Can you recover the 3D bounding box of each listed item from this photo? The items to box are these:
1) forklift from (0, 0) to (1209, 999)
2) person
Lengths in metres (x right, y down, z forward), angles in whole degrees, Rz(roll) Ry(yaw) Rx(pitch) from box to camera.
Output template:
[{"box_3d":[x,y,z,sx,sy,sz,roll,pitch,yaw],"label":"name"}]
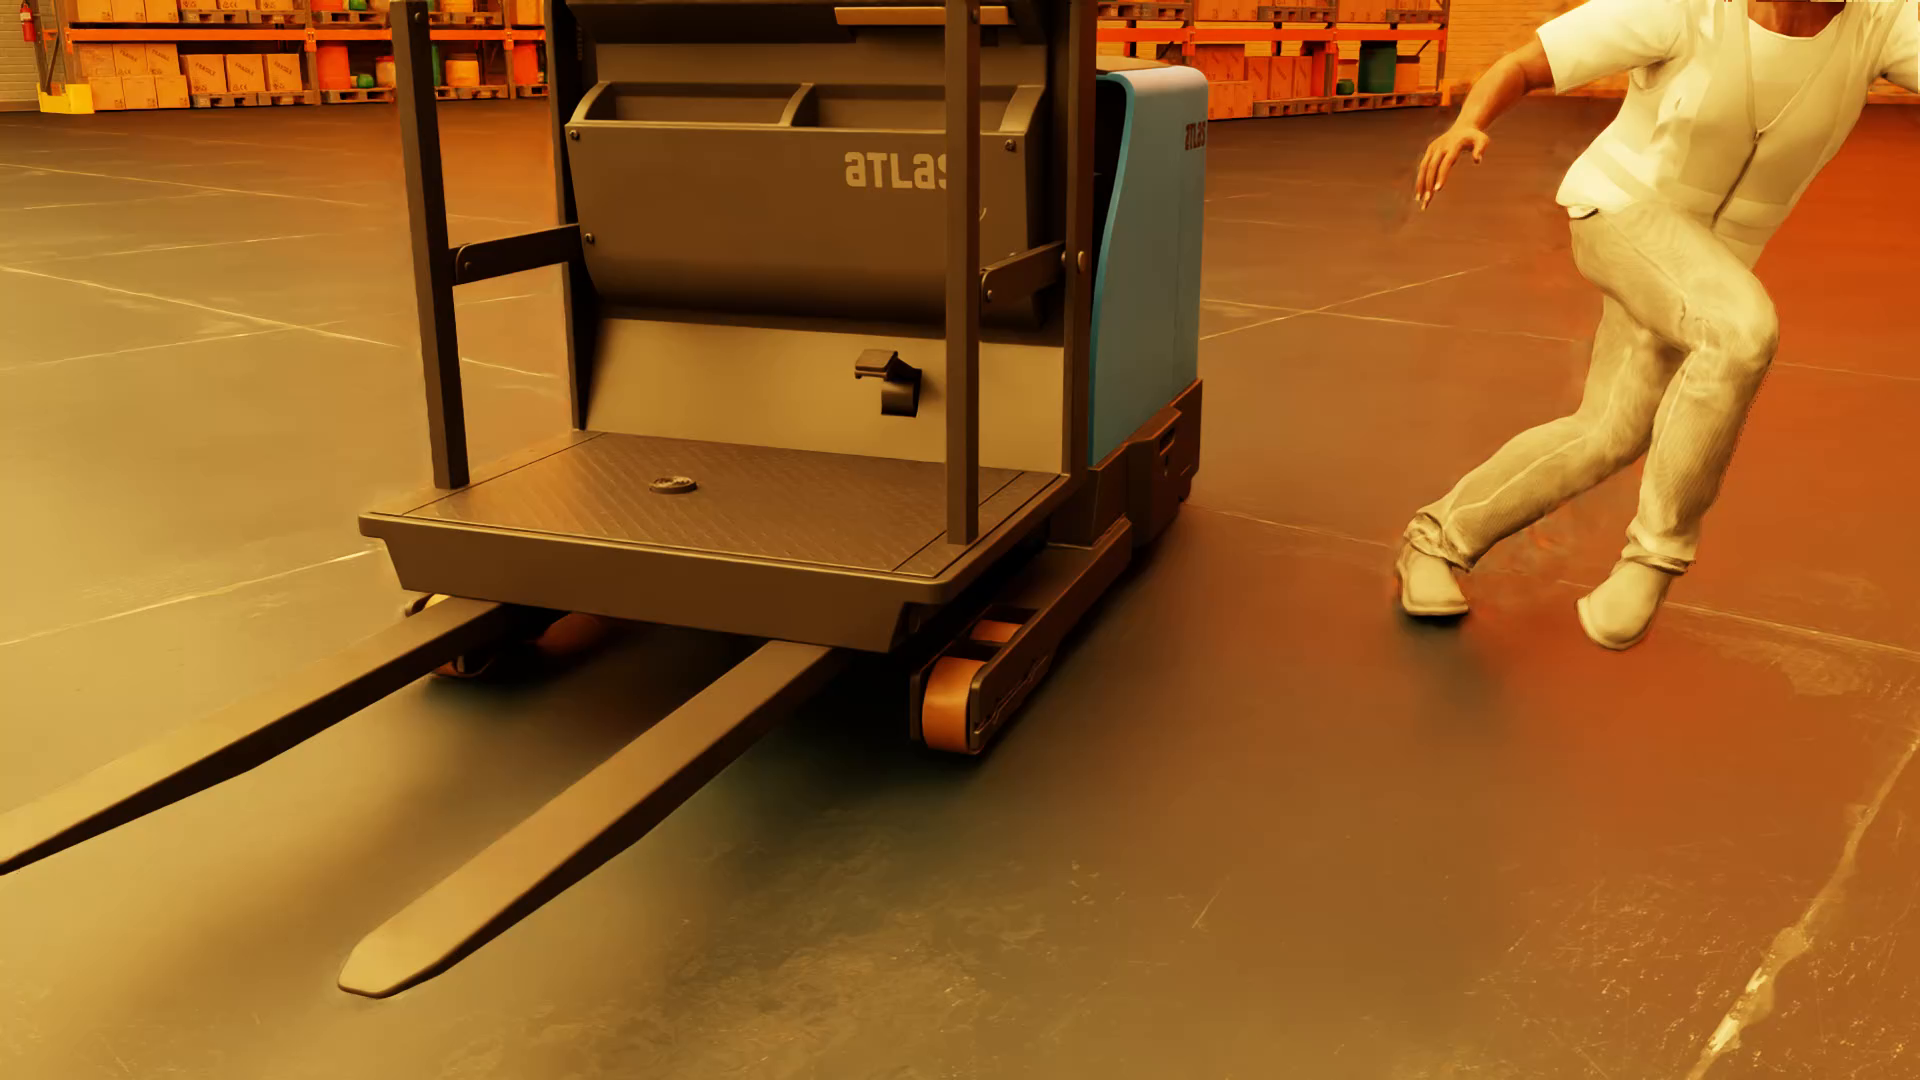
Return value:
[{"box_3d":[-0.369,-1.178,2.778,1.130,2.935,3.031,6,18,19],"label":"forklift"},{"box_3d":[1.342,-0.529,3.062,1.039,1.512,0.919,-3,17,-10],"label":"person"}]
